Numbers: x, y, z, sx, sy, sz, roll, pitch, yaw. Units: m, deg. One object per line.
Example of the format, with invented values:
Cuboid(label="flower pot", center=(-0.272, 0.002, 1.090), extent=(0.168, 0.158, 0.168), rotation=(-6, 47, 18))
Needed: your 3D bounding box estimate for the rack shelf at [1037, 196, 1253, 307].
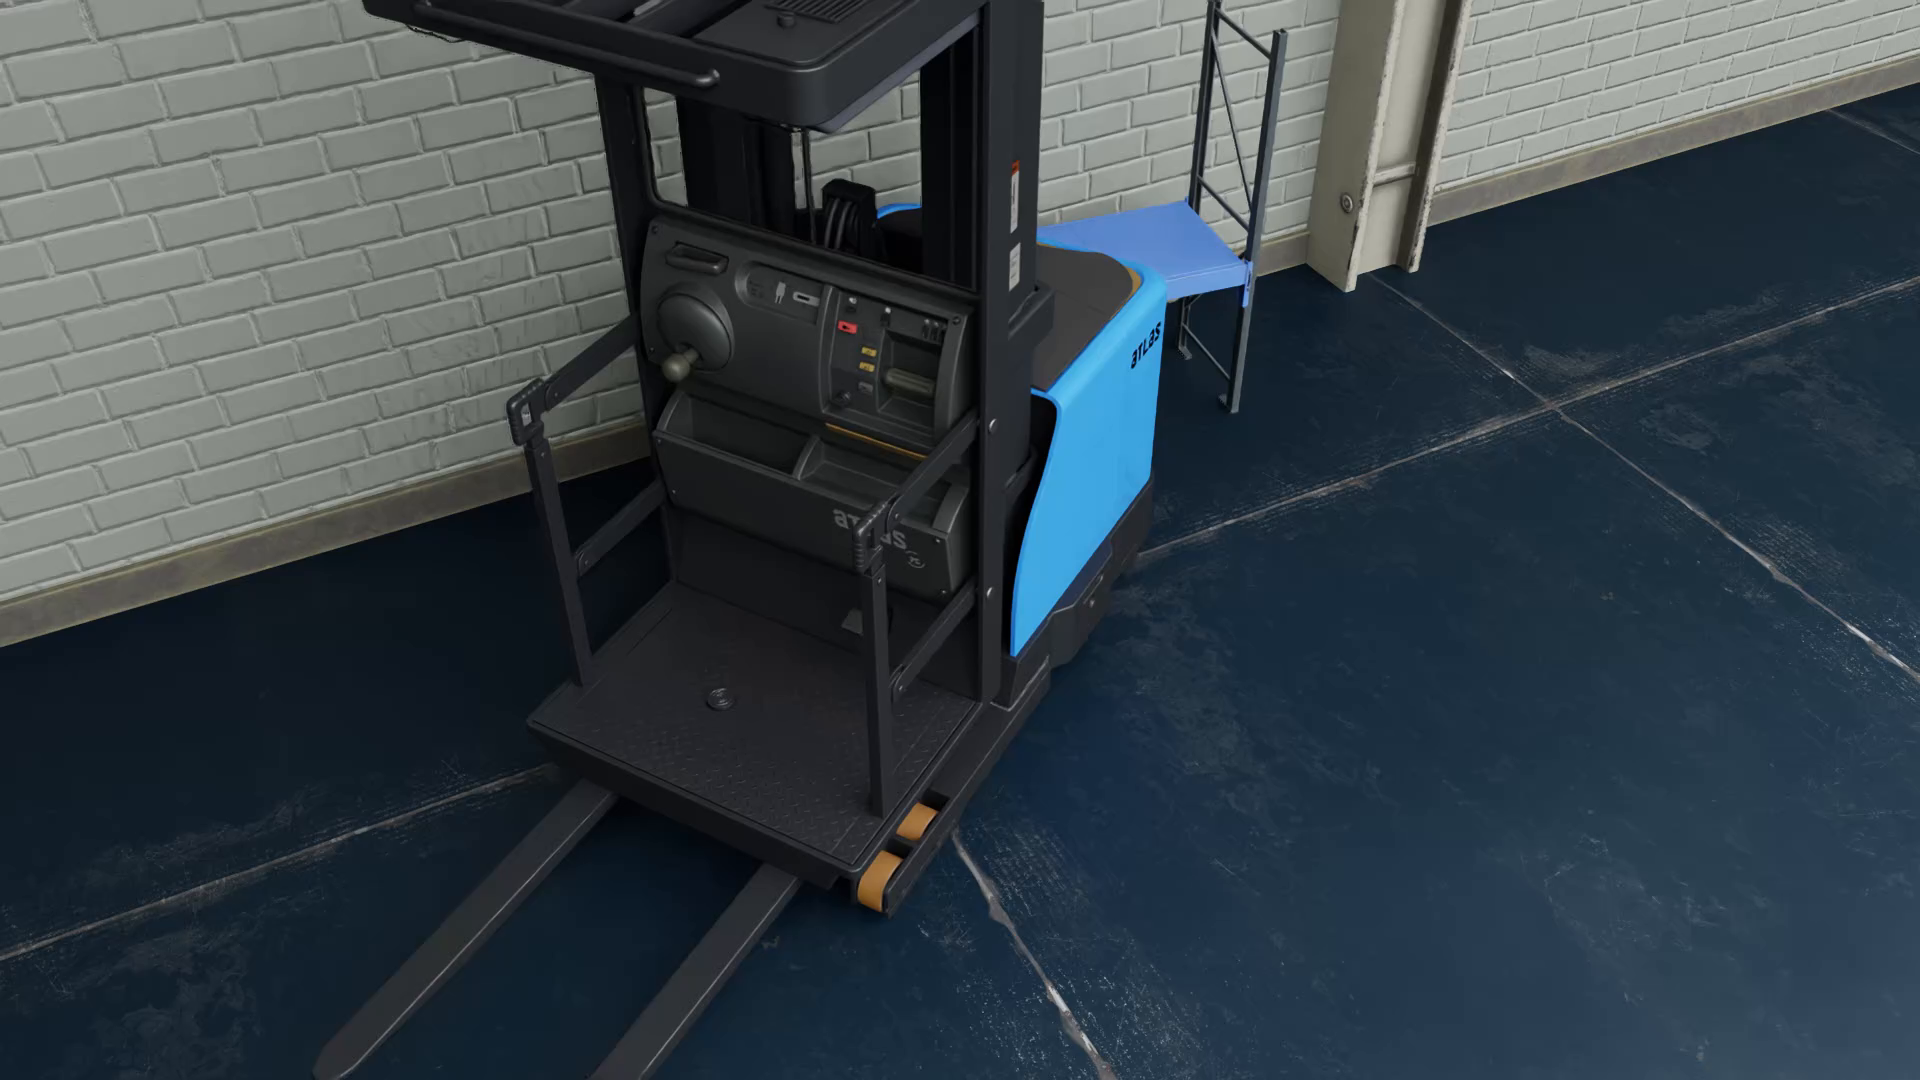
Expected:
Cuboid(label="rack shelf", center=(0.481, -0.959, 6.000), extent=(1.000, 0.185, 0.538), rotation=(-13, 42, -15))

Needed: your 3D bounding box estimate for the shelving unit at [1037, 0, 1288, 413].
Cuboid(label="shelving unit", center=(0.481, -1.096, 5.884), extent=(1.048, 1.500, 0.538), rotation=(-13, 42, -15))

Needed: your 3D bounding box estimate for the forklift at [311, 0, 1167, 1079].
Cuboid(label="forklift", center=(-0.506, -0.441, 4.002), extent=(1.130, 2.935, 3.031), rotation=(20, 44, 22))

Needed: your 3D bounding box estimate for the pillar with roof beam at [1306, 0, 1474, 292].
Cuboid(label="pillar with roof beam", center=(3.708, -2.153, 1.329), extent=(0.400, 9.000, 9.100), rotation=(-19, 44, -21))

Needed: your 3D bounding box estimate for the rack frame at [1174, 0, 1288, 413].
Cuboid(label="rack frame", center=(0.959, -1.209, 6.017), extent=(0.032, 1.500, 0.500), rotation=(-13, 42, -15))
